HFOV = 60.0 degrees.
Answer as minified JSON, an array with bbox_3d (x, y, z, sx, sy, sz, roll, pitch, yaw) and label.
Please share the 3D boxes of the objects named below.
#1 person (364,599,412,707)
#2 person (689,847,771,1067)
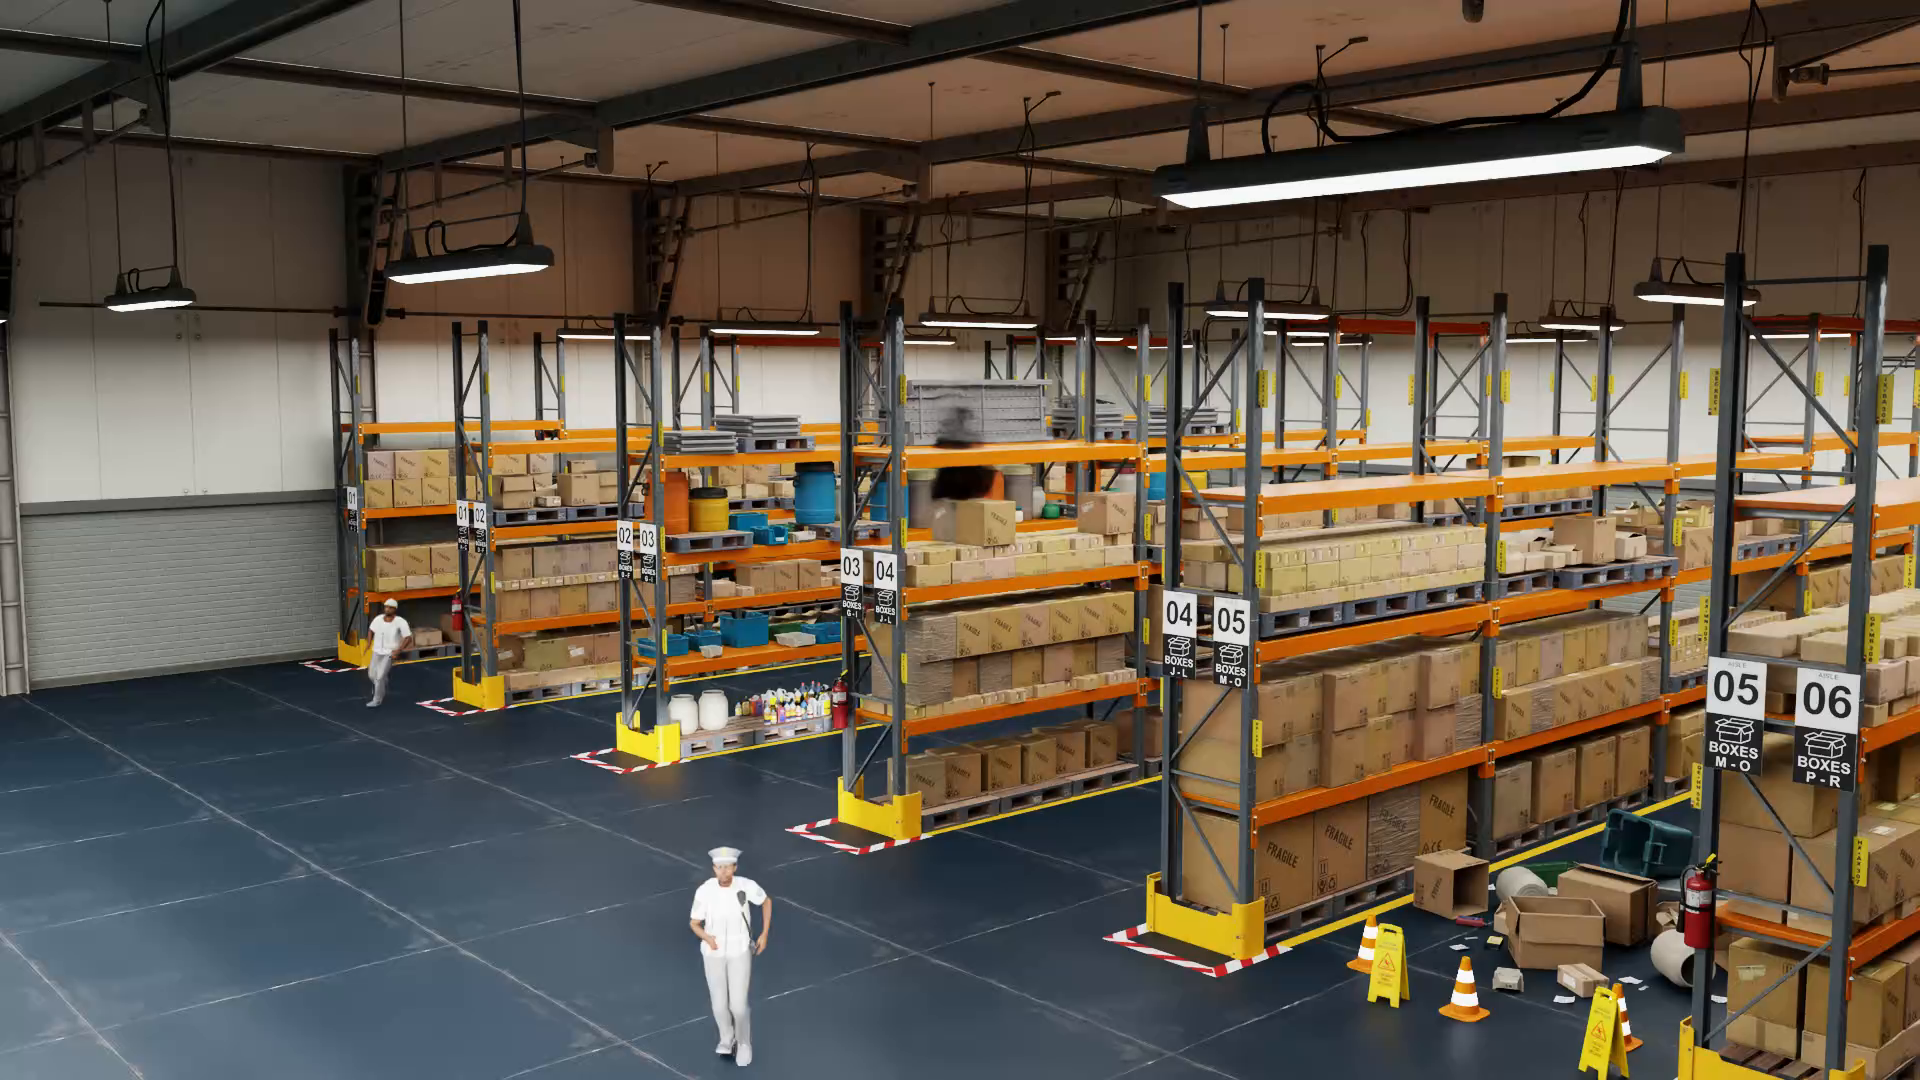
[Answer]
[{"bbox_3d":[-8.957,1.762,25.991,0.744,1.684,0.545,1,6,6],"label":"person"},{"bbox_3d":[-1.717,3.113,12.417,0.590,1.710,0.674,0,6,-2],"label":"person"}]
